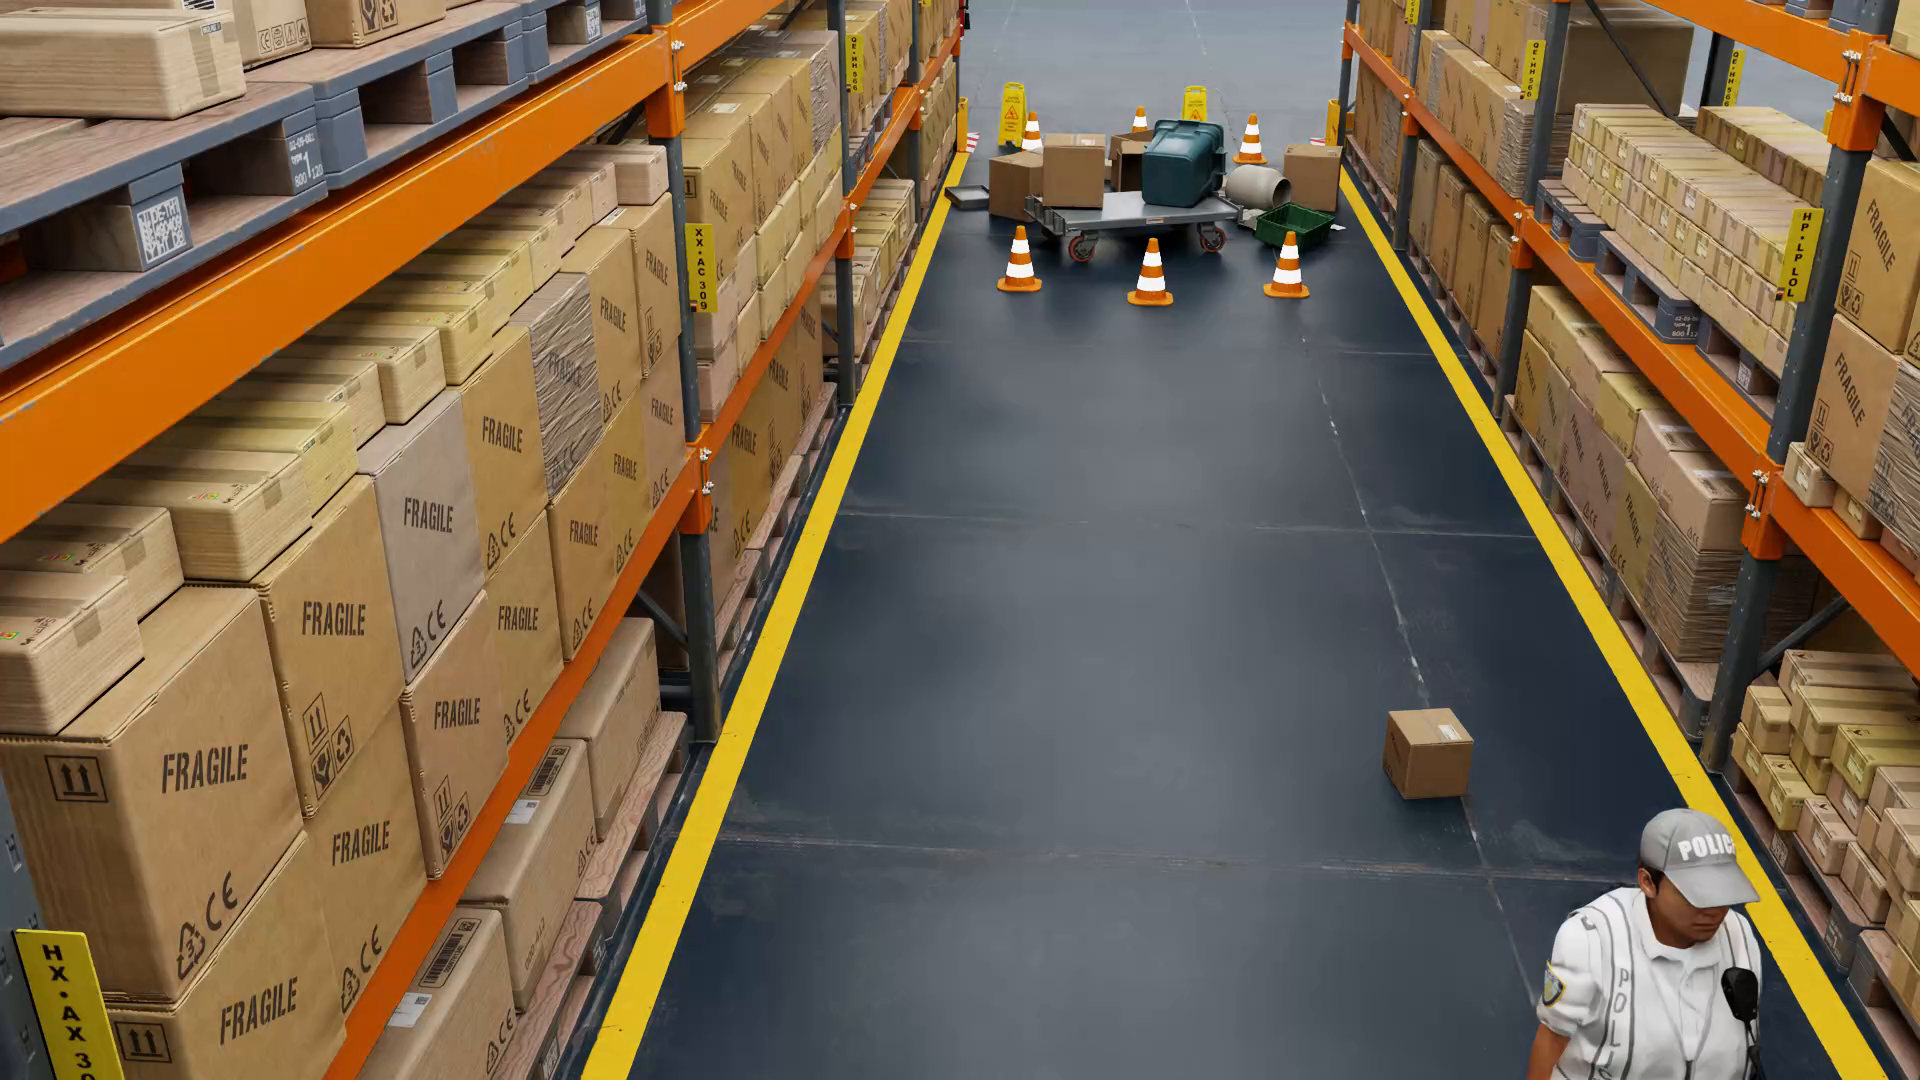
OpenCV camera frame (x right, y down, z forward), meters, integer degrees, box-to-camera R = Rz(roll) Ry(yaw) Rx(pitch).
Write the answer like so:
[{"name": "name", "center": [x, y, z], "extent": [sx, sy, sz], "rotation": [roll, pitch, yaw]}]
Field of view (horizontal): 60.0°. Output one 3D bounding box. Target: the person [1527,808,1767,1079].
[{"name": "person", "center": [1.475, 1.304, 3.701], "extent": [0.488, 1.651, 0.543], "rotation": [-1, 25, -2]}]
